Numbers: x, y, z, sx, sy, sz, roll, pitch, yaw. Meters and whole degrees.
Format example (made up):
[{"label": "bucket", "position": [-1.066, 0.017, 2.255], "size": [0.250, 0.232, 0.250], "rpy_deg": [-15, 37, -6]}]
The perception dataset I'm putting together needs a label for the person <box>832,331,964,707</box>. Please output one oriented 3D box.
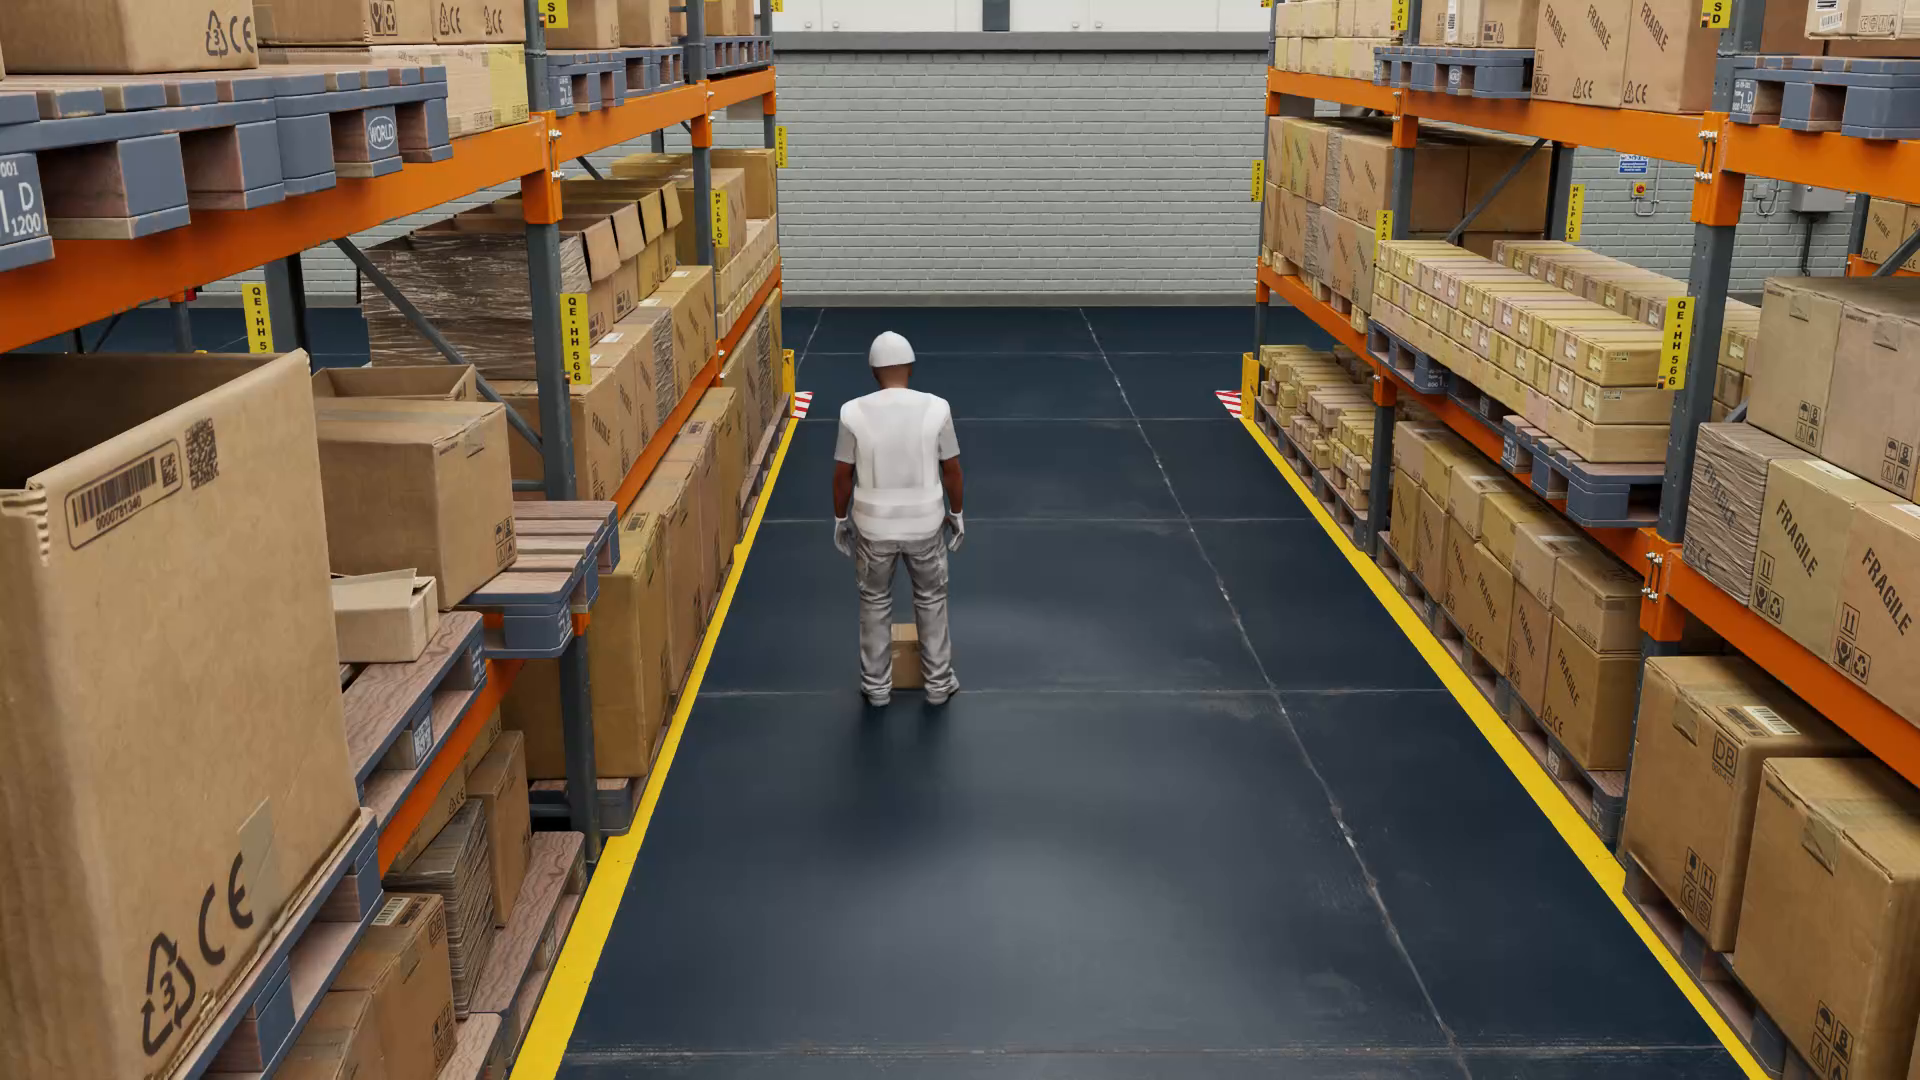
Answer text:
[{"label": "person", "position": [-0.286, -0.085, 7.808], "size": [0.616, 1.772, 0.452], "rpy_deg": [-1, 17, -3]}]
